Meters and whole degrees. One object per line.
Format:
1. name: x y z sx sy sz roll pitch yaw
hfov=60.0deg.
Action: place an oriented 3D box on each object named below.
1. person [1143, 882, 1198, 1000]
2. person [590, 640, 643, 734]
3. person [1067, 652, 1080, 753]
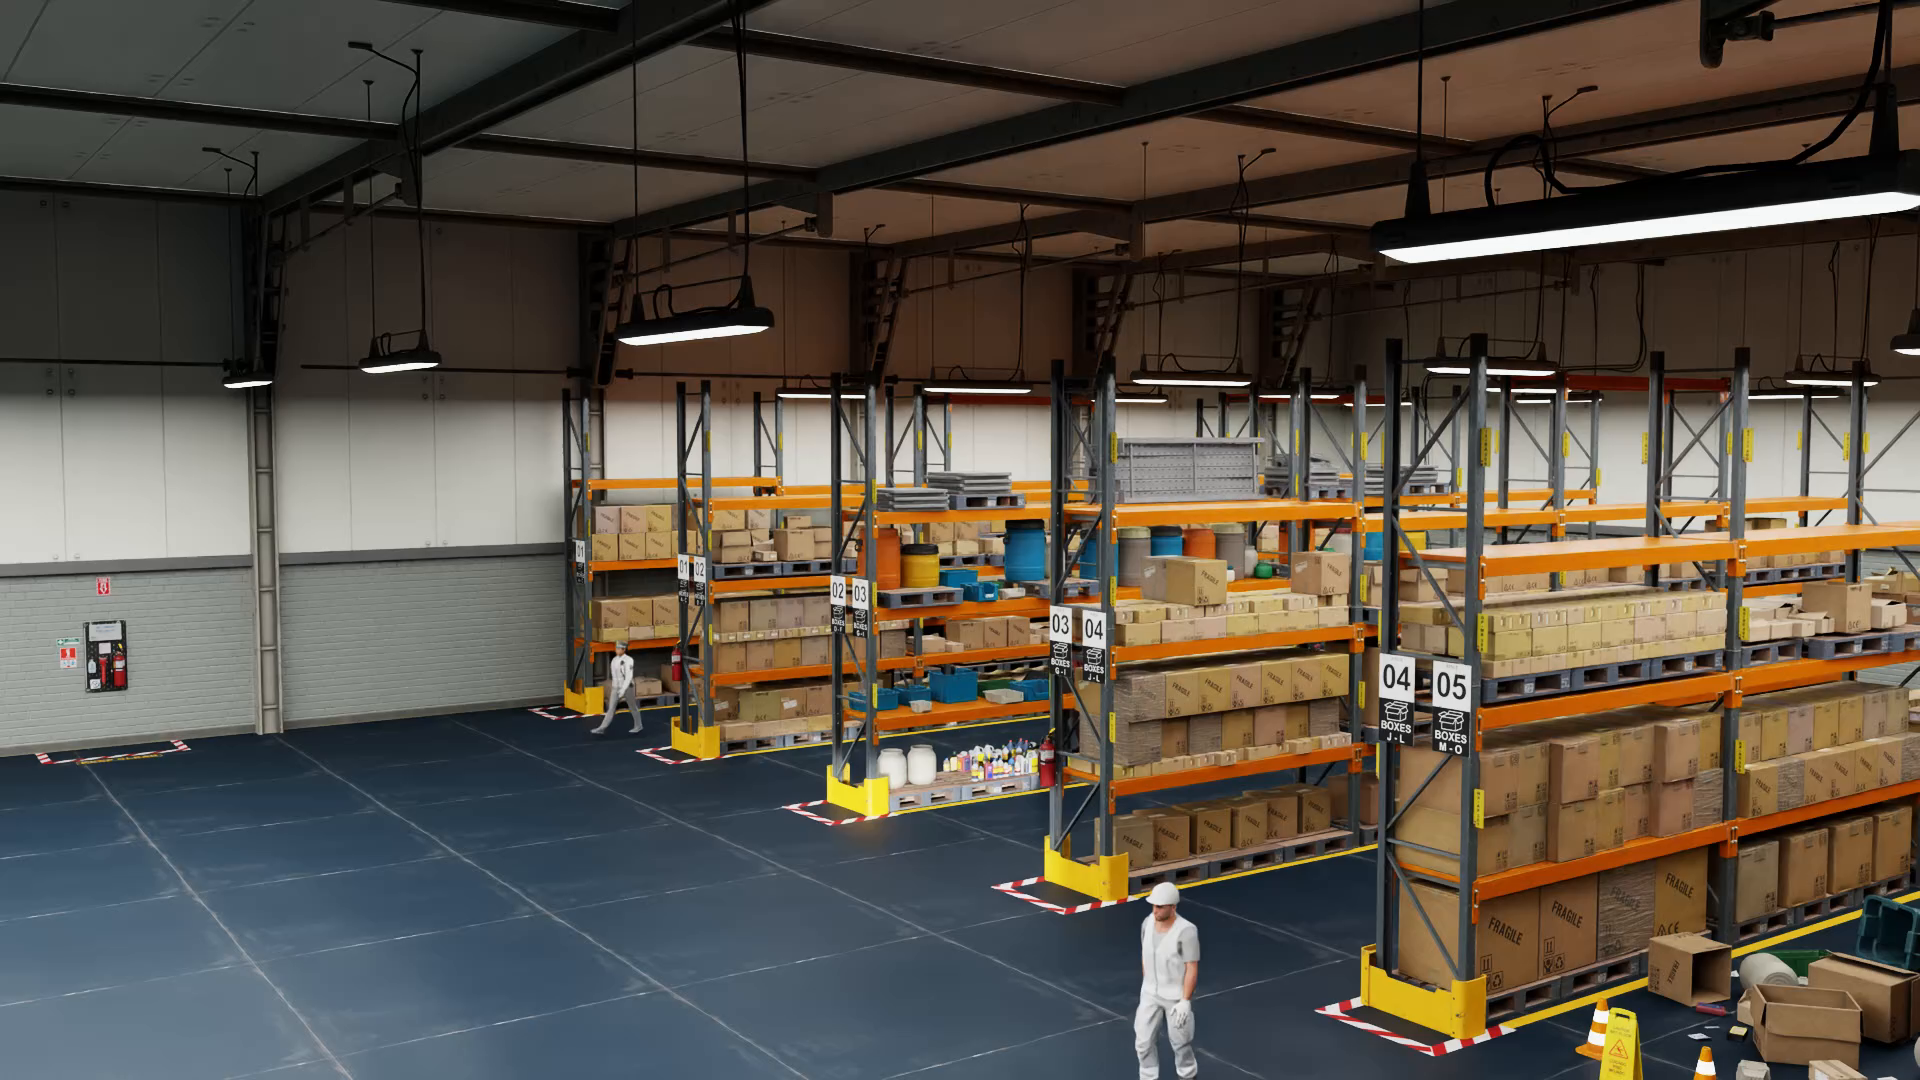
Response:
1. person: 1.557 2.997 12.528 0.417 0.856 0.395 3 5 44
2. person: -5.821 2.511 28.277 0.455 1.624 1.036 2 4 25
3. person: 1.809 2.604 26.812 0.547 1.779 0.569 -1 4 -14
